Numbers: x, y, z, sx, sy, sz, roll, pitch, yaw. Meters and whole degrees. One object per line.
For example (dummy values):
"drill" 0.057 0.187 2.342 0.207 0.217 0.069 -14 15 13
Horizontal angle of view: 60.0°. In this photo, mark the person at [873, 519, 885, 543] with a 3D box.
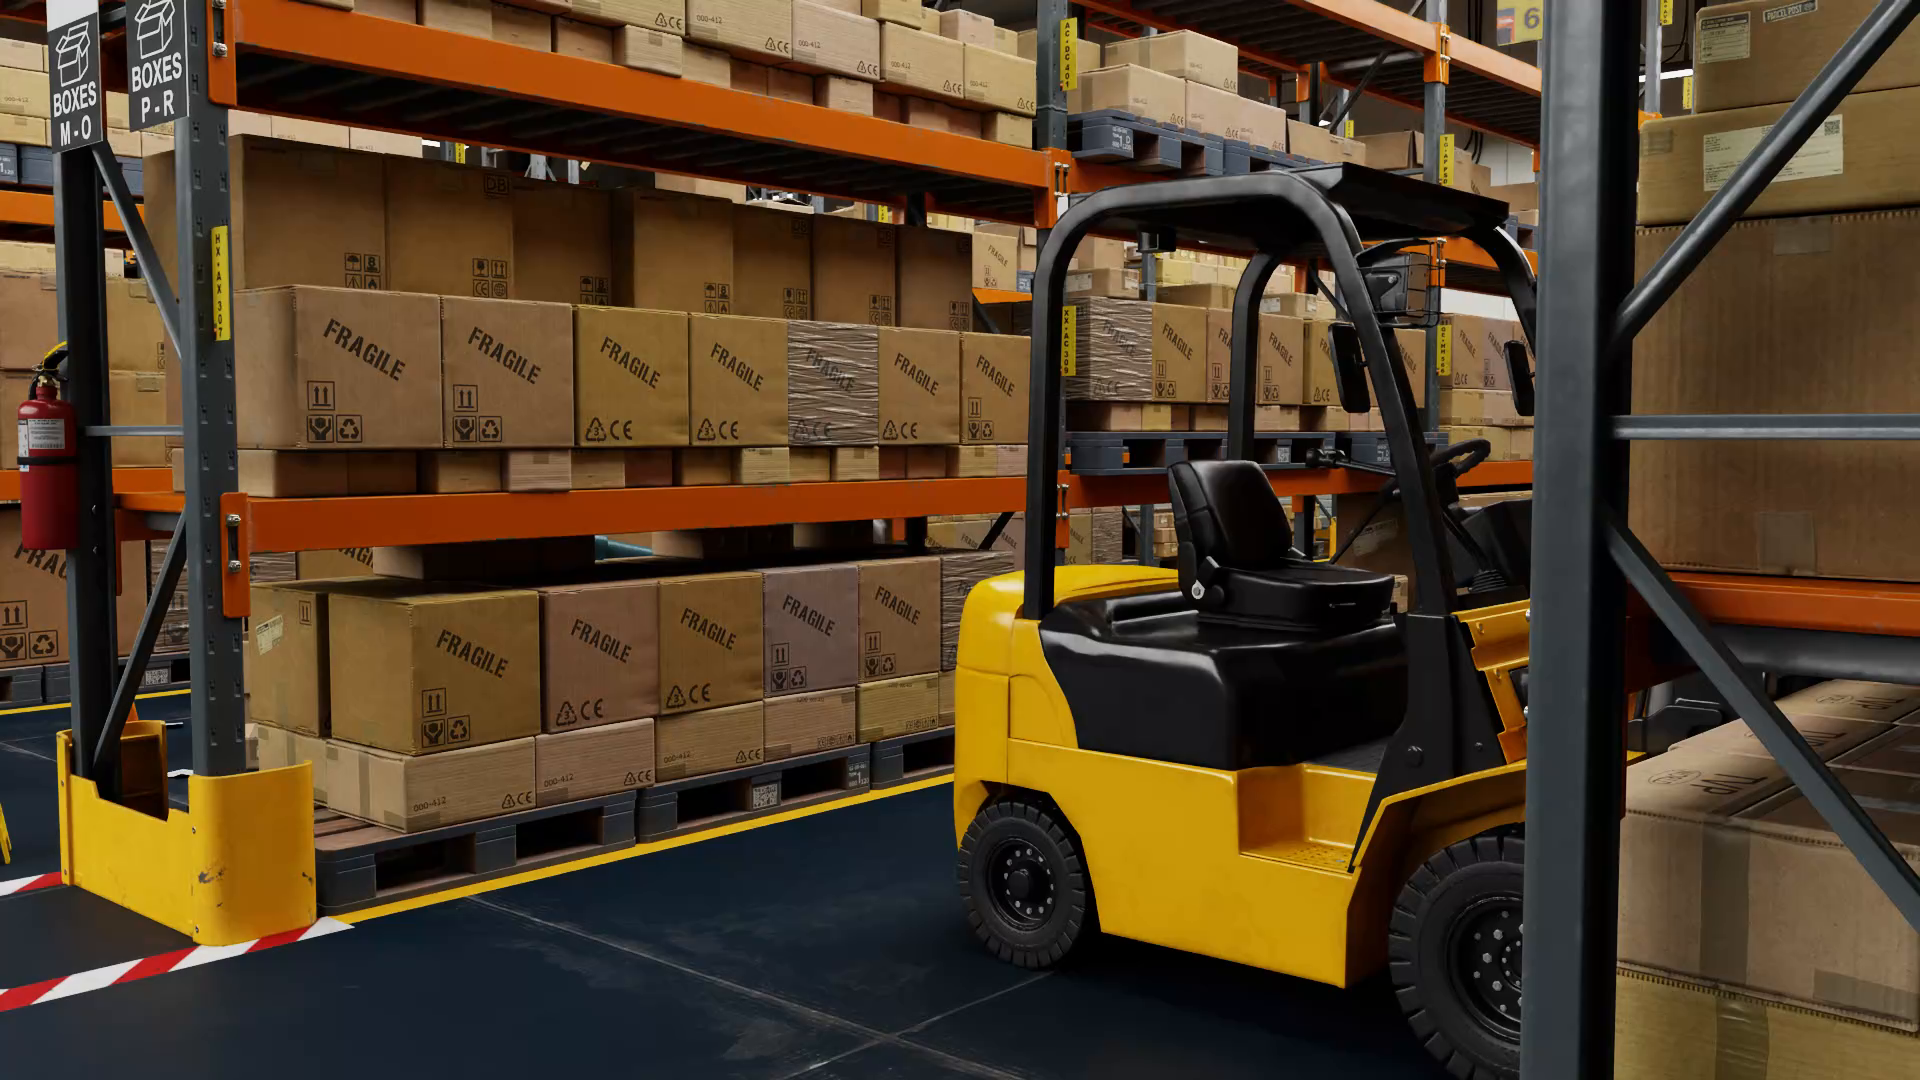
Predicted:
"person" -0.772 -0.047 11.627 0.446 1.626 0.500 3 5 42
